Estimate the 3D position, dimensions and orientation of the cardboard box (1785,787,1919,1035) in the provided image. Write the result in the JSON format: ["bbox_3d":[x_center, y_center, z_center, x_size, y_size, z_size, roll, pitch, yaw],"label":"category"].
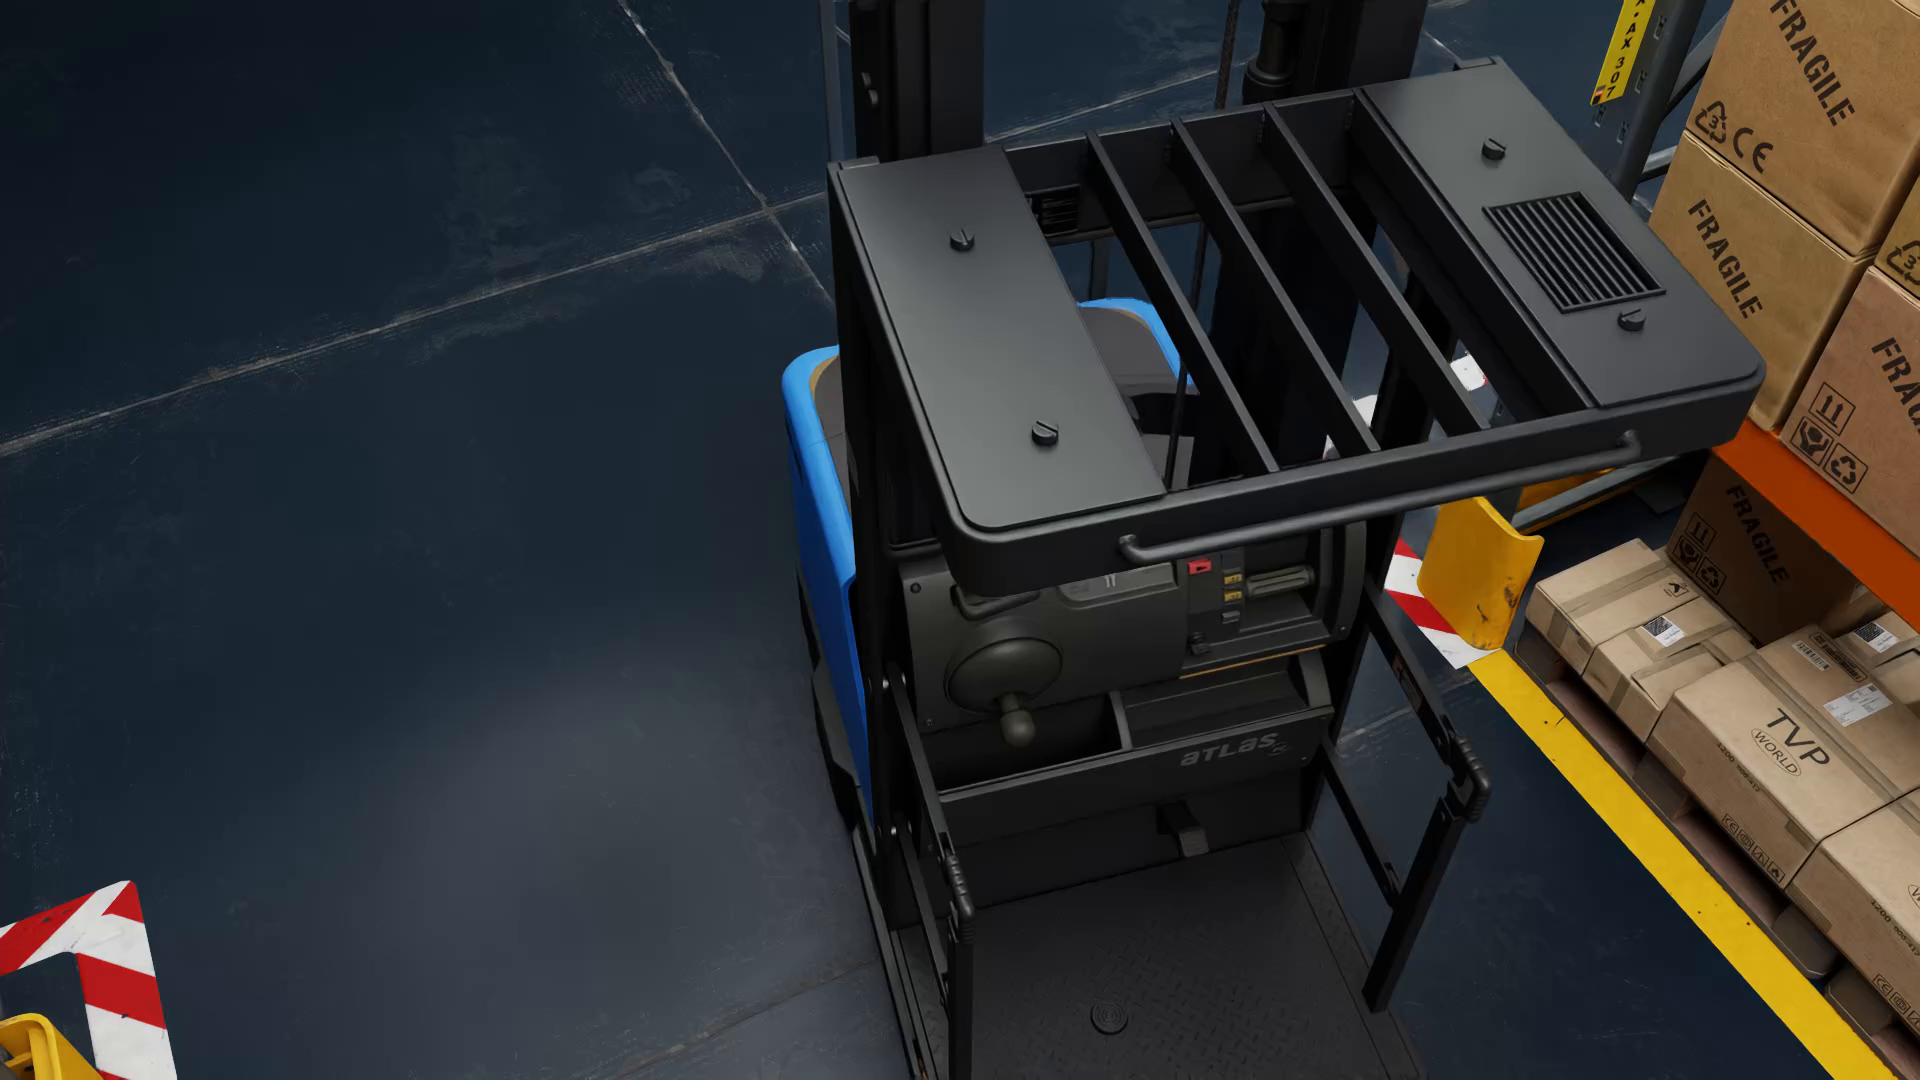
[{"bbox_3d":[2.405,0.884,4.018,0.500,0.250,0.500,-21,52,-18],"label":"cardboard box"}]

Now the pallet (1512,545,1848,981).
[{"bbox_3d":[2.351,0.495,4.677,1.003,0.211,1.213,-21,52,-18],"label":"pallet"}]

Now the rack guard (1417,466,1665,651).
[{"bbox_3d":[1.985,-0.133,5.034,1.175,0.500,0.348,-21,52,-18],"label":"rack guard"}]

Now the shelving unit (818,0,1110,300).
[{"bbox_3d":[-0.007,-0.812,4.964,0.538,1.500,1.048,-14,50,-12],"label":"shelving unit"}]

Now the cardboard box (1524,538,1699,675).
[{"bbox_3d":[1.836,0.185,4.697,0.380,0.149,0.250,-21,52,-18],"label":"cardboard box"}]

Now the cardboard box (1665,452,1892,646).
[{"bbox_3d":[2.418,-0.050,4.669,0.500,0.500,0.500,-21,52,-18],"label":"cardboard box"}]

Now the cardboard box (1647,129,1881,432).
[{"bbox_3d":[1.919,-0.652,3.761,0.500,0.500,0.500,-20,52,-17],"label":"cardboard box"}]

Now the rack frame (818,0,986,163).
[{"bbox_3d":[-0.166,-1.176,5.282,0.500,1.500,0.032,-14,50,-12],"label":"rack frame"}]

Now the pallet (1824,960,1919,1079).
[{"bbox_3d":[2.905,1.311,3.964,1.003,0.211,1.213,-21,52,-18],"label":"pallet"}]

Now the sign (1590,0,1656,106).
[{"bbox_3d":[1.468,-1.105,3.649,0.100,0.325,0.005,-21,52,-18],"label":"sign"}]

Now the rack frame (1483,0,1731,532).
[{"bbox_3d":[1.950,-1.007,4.138,1.000,3.000,0.127,-21,52,-18],"label":"rack frame"}]

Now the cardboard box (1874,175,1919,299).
[{"bbox_3d":[2.165,-0.634,3.081,0.500,0.500,0.500,-21,52,-17],"label":"cardboard box"}]

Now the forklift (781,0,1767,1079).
[{"bbox_3d":[0.407,0.243,3.090,1.130,2.935,3.031,-12,50,-10],"label":"forklift"}]

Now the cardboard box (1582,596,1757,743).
[{"bbox_3d":[1.951,0.347,4.544,0.380,0.166,0.250,-21,52,-18],"label":"cardboard box"}]

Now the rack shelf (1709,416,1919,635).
[{"bbox_3d":[2.866,0.568,3.238,1.077,0.370,4.000,-21,52,-18],"label":"rack shelf"}]

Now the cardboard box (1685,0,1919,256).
[{"bbox_3d":[1.919,-0.981,3.385,0.500,0.500,0.500,-20,52,-16],"label":"cardboard box"}]

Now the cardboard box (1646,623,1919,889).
[{"bbox_3d":[2.176,0.550,4.311,0.500,0.250,0.500,-21,52,-18],"label":"cardboard box"}]

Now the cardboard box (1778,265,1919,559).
[{"bbox_3d":[2.160,-0.309,3.461,0.500,0.500,0.500,-22,52,-18],"label":"cardboard box"}]

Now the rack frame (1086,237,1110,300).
[{"bbox_3d":[0.151,-0.449,4.646,0.500,1.500,0.032,-14,50,-12],"label":"rack frame"}]

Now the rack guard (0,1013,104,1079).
[{"bbox_3d":[-2.464,1.509,3.598,1.175,0.500,0.348,-21,52,-18],"label":"rack guard"}]

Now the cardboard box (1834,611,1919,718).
[{"bbox_3d":[2.523,0.362,4.531,0.380,0.166,0.250,-21,52,-18],"label":"cardboard box"}]
